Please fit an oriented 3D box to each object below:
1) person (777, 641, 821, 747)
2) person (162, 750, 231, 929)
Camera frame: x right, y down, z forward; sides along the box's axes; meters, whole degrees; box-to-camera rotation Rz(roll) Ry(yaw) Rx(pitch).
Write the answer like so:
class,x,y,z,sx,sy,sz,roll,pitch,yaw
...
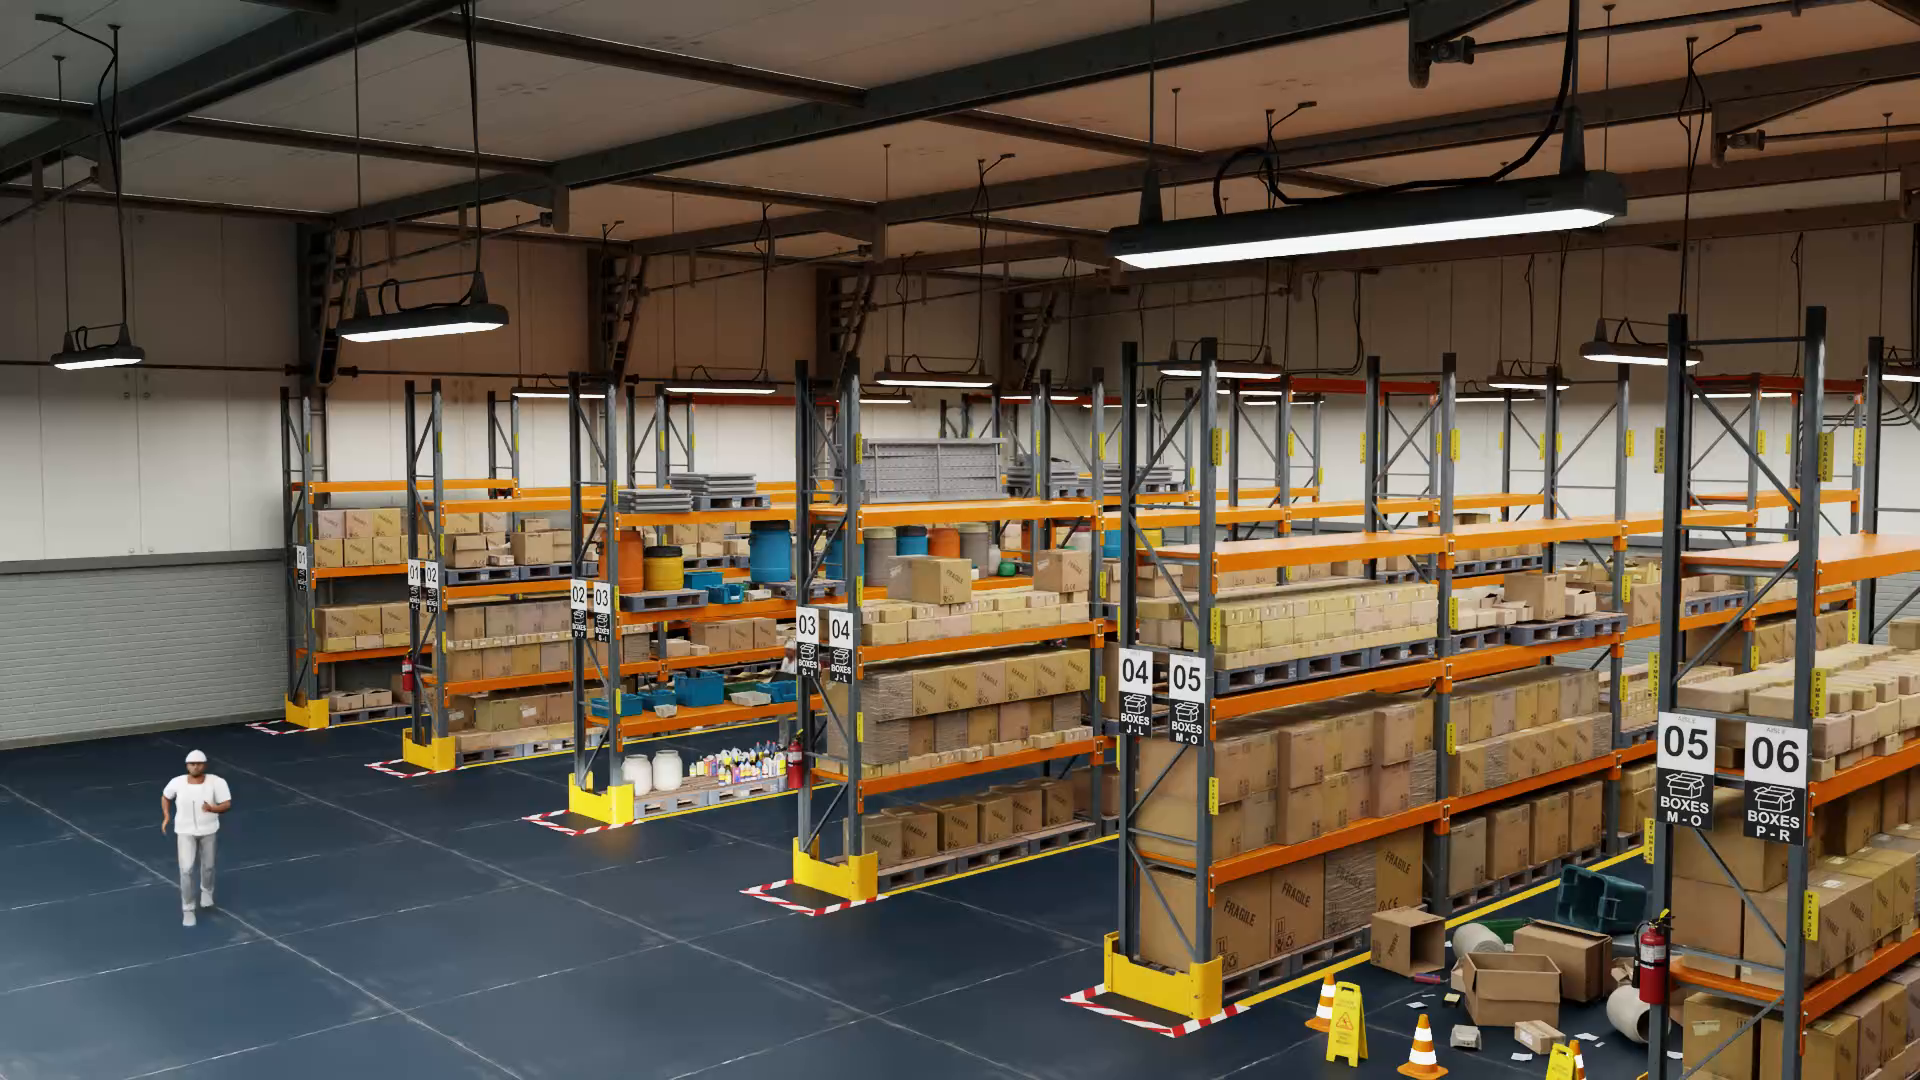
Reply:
class,x,y,z,sx,sy,sz,roll,pitch,yaw
person,-2.667,2.548,27.192,0.599,1.828,0.918,3,5,41
person,-8.129,3.141,17.728,0.677,1.823,0.807,-2,4,-25
